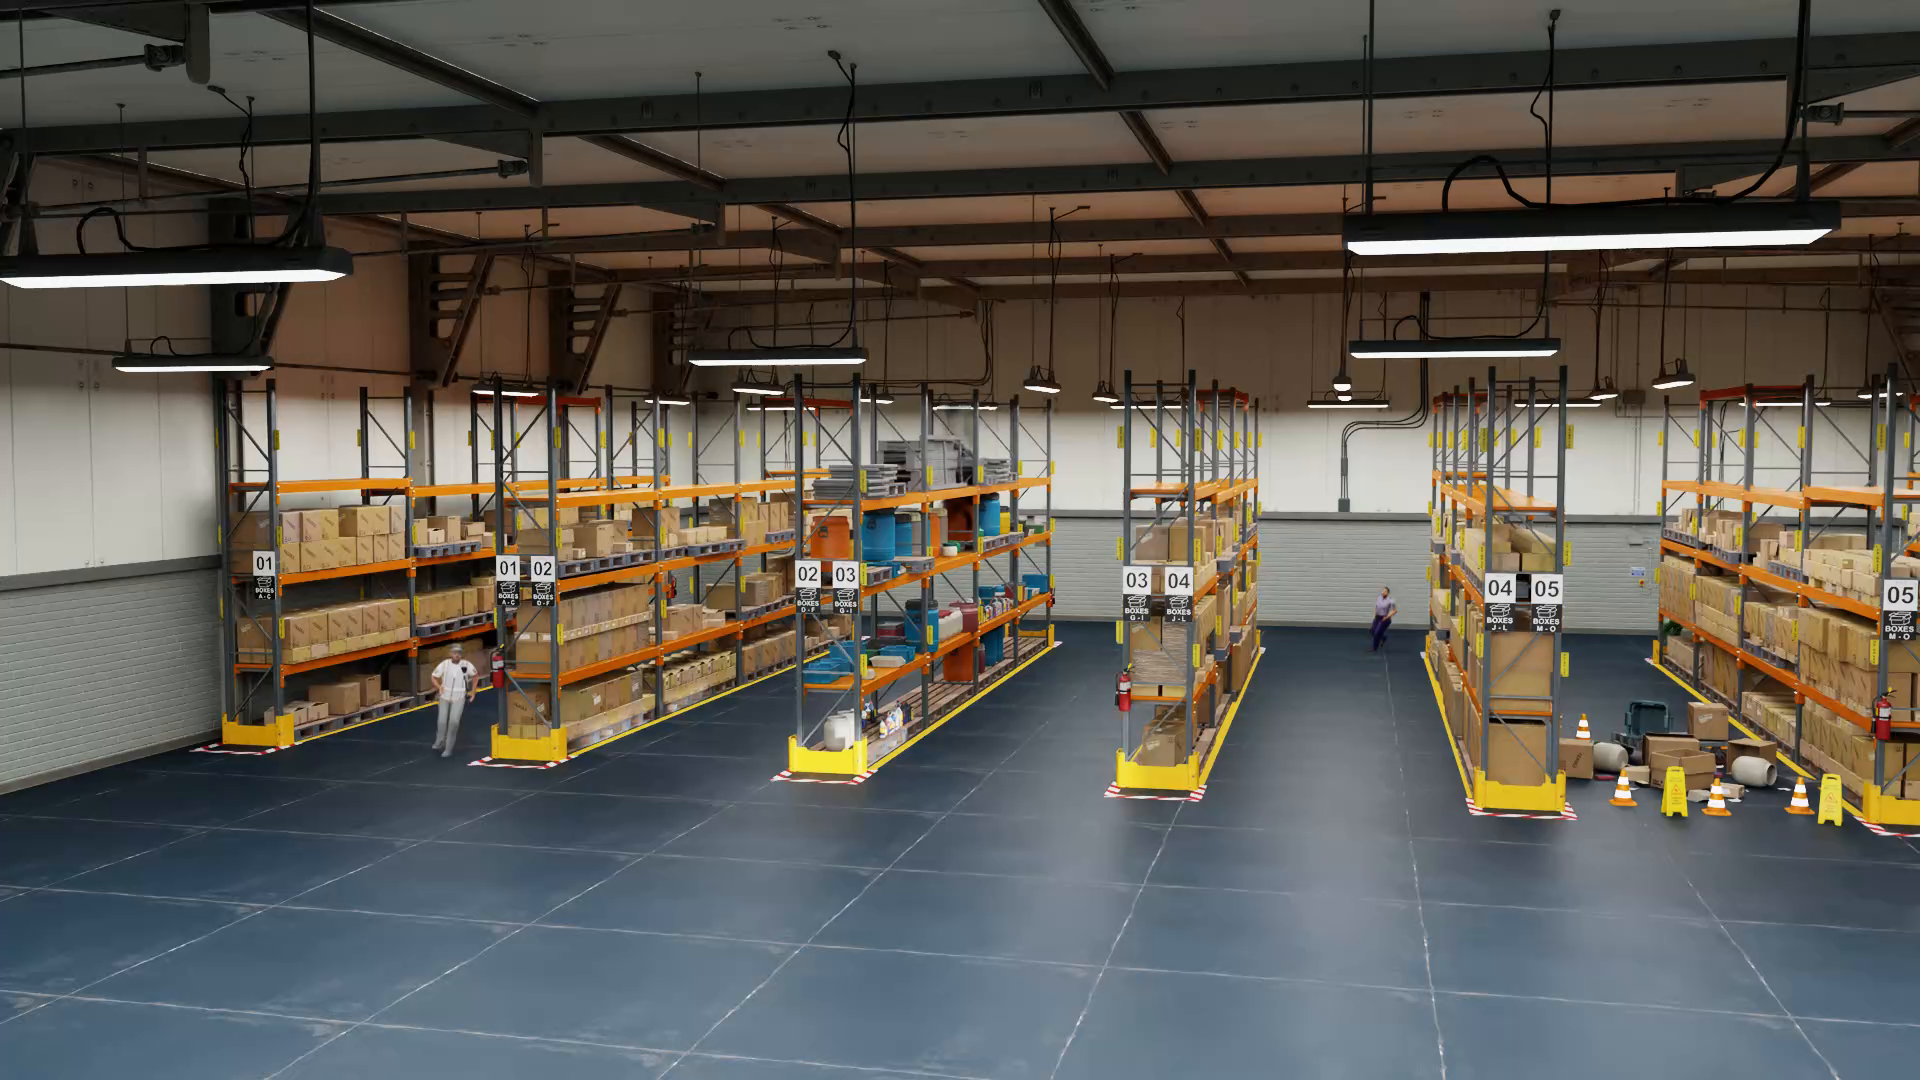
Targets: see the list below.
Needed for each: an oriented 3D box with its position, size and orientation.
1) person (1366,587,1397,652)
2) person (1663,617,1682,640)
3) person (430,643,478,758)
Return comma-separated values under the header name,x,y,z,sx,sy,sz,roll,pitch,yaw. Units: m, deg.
name,x,y,z,sx,sy,sz,roll,pitch,yaw
person,10.049,1.872,39.305,0.646,1.563,0.689,-2,4,-35
person,16.525,1.830,38.512,0.728,1.745,0.601,-2,4,-34
person,-8.093,2.549,26.562,0.737,1.815,0.767,-1,3,-10
